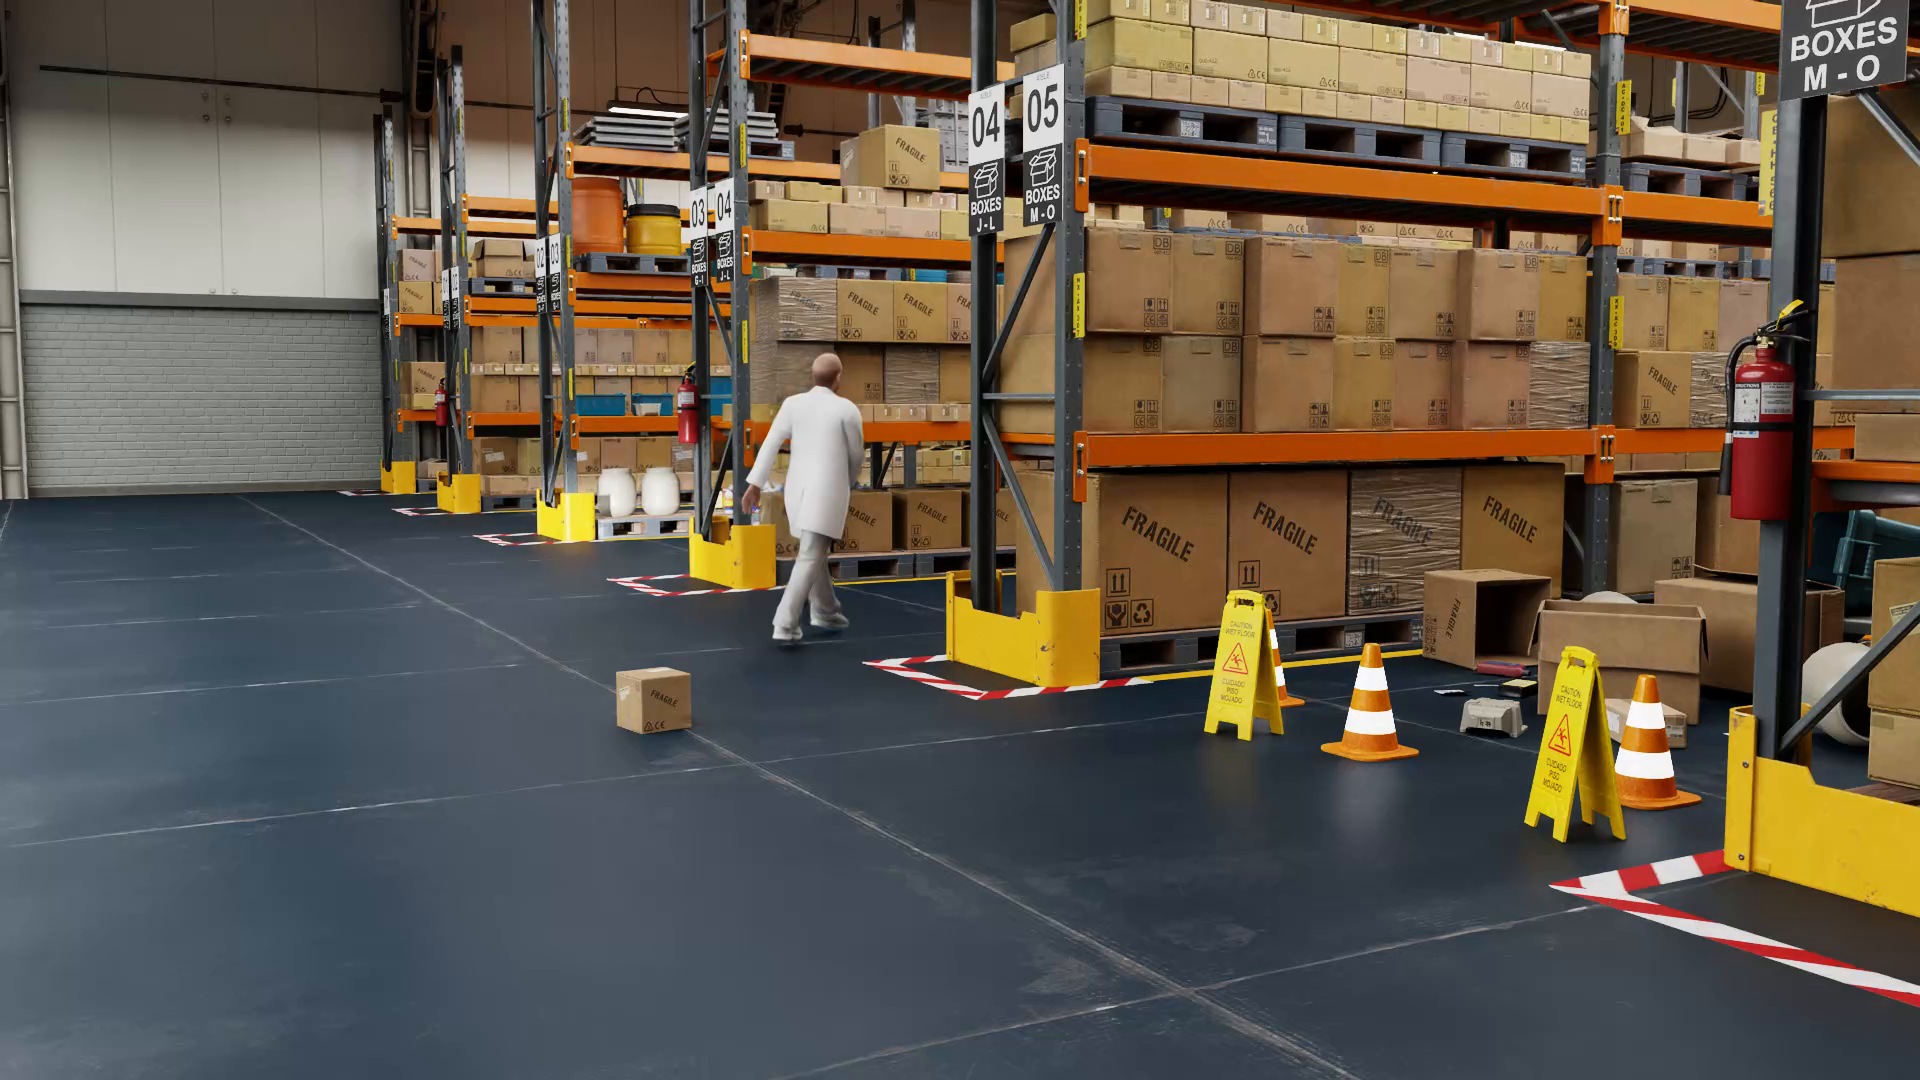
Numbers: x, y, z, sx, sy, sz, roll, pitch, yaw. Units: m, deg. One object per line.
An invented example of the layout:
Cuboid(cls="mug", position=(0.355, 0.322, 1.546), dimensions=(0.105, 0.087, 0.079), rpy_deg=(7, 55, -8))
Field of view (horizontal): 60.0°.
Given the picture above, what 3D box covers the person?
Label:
Cuboid(cls="person", position=(-0.883, -0.270, 10.222), dimensions=(0.690, 1.742, 0.975), rpy_deg=(3, 5, 27))
